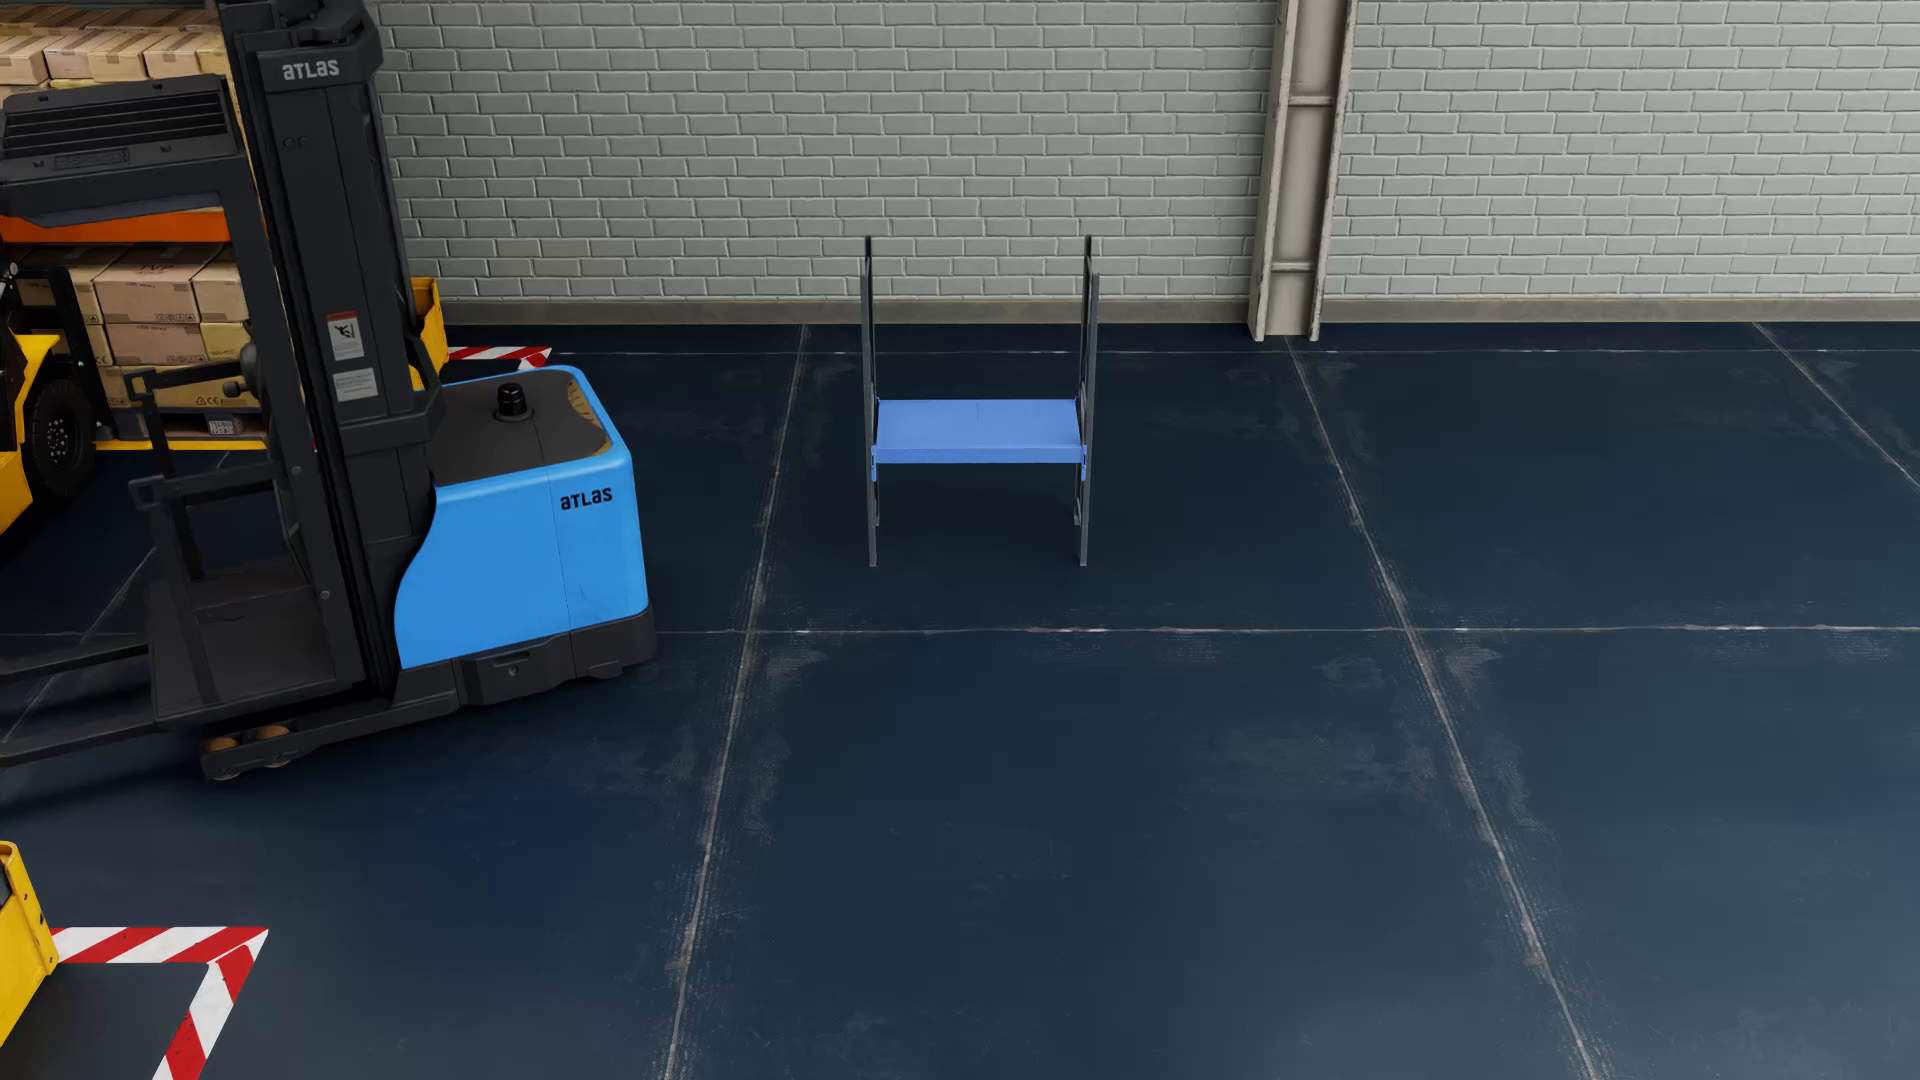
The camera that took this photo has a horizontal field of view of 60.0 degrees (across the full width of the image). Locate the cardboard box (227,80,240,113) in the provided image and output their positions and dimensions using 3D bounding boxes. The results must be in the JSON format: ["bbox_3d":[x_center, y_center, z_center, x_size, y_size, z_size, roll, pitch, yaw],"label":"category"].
[{"bbox_3d":[-3.627,-2.283,8.400,0.250,0.149,0.380,0,31,0],"label":"cardboard box"}]

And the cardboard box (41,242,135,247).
[{"bbox_3d":[-4.764,-1.638,9.341,0.500,0.250,0.500,0,31,-1],"label":"cardboard box"}]

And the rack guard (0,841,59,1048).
[{"bbox_3d":[-3.324,1.534,5.240,0.348,0.500,1.175,0,31,0],"label":"rack guard"}]

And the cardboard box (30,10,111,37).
[{"bbox_3d":[-4.656,-2.668,8.748,0.250,0.149,0.380,1,31,1],"label":"cardboard box"}]

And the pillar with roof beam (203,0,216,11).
[{"bbox_3d":[-3.958,-2.907,4.366,0.400,9.000,9.100,0,31,0],"label":"pillar with roof beam"}]

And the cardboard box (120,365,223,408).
[{"bbox_3d":[-4.247,-0.952,9.173,0.500,0.250,0.500,0,31,0],"label":"cardboard box"}]

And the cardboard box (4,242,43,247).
[{"bbox_3d":[-5.276,-1.640,9.344,0.500,0.250,0.500,-1,31,-1],"label":"cardboard box"}]

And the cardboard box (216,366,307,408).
[{"bbox_3d":[-3.750,-0.948,9.167,0.500,0.250,0.500,0,31,0],"label":"cardboard box"}]

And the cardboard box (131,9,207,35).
[{"bbox_3d":[-4.145,-2.675,8.759,0.250,0.149,0.380,0,31,1],"label":"cardboard box"}]

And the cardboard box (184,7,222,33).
[{"bbox_3d":[-3.886,-2.698,8.797,0.250,0.149,0.380,1,31,1],"label":"cardboard box"}]

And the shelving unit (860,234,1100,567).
[{"bbox_3d":[0.085,-0.641,7.861,1.048,1.500,0.538,0,31,0],"label":"shelving unit"}]

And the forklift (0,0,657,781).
[{"bbox_3d":[-2.897,-0.604,6.419,3.031,2.935,1.130,-13,34,-21],"label":"forklift"}]

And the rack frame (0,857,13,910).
[{"bbox_3d":[-3.248,0.465,4.592,0.127,3.000,1.000,0,31,0],"label":"rack frame"}]

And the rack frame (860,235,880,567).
[{"bbox_3d":[-0.423,-0.640,7.859,0.032,1.500,0.500,0,31,0],"label":"rack frame"}]

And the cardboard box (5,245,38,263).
[{"bbox_3d":[-5.263,-1.369,8.896,0.500,0.250,0.500,-1,31,-1],"label":"cardboard box"}]

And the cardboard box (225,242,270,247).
[{"bbox_3d":[-3.764,-1.638,9.340,0.500,0.250,0.500,-1,31,-1],"label":"cardboard box"}]

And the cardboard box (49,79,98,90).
[{"bbox_3d":[-4.390,-2.303,8.433,0.250,0.149,0.380,0,31,-1],"label":"cardboard box"}]

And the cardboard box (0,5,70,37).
[{"bbox_3d":[-4.919,-2.719,8.831,0.250,0.149,0.380,-1,31,-1],"label":"cardboard box"}]

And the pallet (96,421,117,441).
[{"bbox_3d":[-5.264,-0.891,9.515,1.213,0.211,1.003,0,31,0],"label":"pallet"}]

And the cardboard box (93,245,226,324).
[{"bbox_3d":[-4.251,-1.373,8.904,0.500,0.250,0.500,0,31,1],"label":"cardboard box"}]

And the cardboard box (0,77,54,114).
[{"bbox_3d":[-4.657,-2.278,8.391,0.250,0.149,0.380,-1,31,-2],"label":"cardboard box"}]

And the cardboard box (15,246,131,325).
[{"bbox_3d":[-4.756,-1.367,8.893,0.500,0.250,0.500,0,31,0],"label":"cardboard box"}]

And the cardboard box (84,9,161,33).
[{"bbox_3d":[-4.393,-2.682,8.771,0.250,0.149,0.380,0,31,0],"label":"cardboard box"}]

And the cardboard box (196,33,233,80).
[{"bbox_3d":[-3.639,-2.447,8.382,0.250,0.149,0.380,0,31,0],"label":"cardboard box"}]

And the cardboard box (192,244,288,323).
[{"bbox_3d":[-3.741,-1.378,8.911,0.500,0.250,0.500,1,31,1],"label":"cardboard box"}]

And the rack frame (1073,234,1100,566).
[{"bbox_3d":[0.594,-0.643,7.864,0.032,1.500,0.500,0,31,0],"label":"rack frame"}]

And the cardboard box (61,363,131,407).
[{"bbox_3d":[-4.748,-0.955,9.178,0.500,0.250,0.500,0,31,0],"label":"cardboard box"}]

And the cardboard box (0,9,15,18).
[{"bbox_3d":[-5.166,-2.677,8.761,0.250,0.149,0.380,0,31,0],"label":"cardboard box"}]

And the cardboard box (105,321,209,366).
[{"bbox_3d":[-4.269,-1.168,9.047,0.500,0.250,0.500,0,31,-1],"label":"cardboard box"}]

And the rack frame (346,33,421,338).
[{"bbox_3d":[-3.282,-2.110,8.835,0.127,3.000,1.000,0,31,0],"label":"rack frame"}]

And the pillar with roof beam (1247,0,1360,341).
[{"bbox_3d":[2.042,-2.926,4.397,0.400,9.000,9.100,0,31,0],"label":"pillar with roof beam"}]

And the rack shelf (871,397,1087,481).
[{"bbox_3d":[0.085,-0.488,7.955,1.000,0.185,0.538,0,31,0],"label":"rack shelf"}]

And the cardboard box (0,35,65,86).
[{"bbox_3d":[-4.656,-2.394,8.296,0.250,0.149,0.380,1,31,1],"label":"cardboard box"}]

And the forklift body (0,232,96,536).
[{"bbox_3d":[-5.167,-0.795,7.486,1.214,2.155,2.313,0,31,0],"label":"forklift body"}]

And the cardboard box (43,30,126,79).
[{"bbox_3d":[-4.396,-2.453,8.392,0.250,0.149,0.380,0,31,0],"label":"cardboard box"}]

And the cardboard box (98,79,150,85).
[{"bbox_3d":[-4.142,-2.298,8.424,0.250,0.149,0.380,0,31,1],"label":"cardboard box"}]

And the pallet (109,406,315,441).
[{"bbox_3d":[-4.047,-0.893,9.519,1.213,0.211,1.003,0,31,0],"label":"pallet"}]

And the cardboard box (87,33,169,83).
[{"bbox_3d":[-4.147,-2.415,8.330,0.250,0.149,0.380,0,31,1],"label":"cardboard box"}]

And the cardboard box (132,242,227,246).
[{"bbox_3d":[-4.264,-1.634,9.334,0.500,0.250,0.500,0,31,0],"label":"cardboard box"}]

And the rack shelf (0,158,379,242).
[{"bbox_3d":[-5.282,-1.796,9.012,4.000,0.370,1.077,0,31,0],"label":"rack shelf"}]

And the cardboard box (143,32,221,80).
[{"bbox_3d":[-3.886,-2.430,8.354,0.250,0.149,0.380,0,31,0],"label":"cardboard box"}]

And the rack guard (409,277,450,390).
[{"bbox_3d":[-3.258,-1.041,9.484,0.348,0.500,1.175,0,31,0],"label":"rack guard"}]

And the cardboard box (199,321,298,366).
[{"bbox_3d":[-3.767,-1.164,9.040,0.500,0.250,0.500,-1,31,-1],"label":"cardboard box"}]

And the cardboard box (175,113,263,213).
[{"bbox_3d":[-3.773,-2.015,8.582,0.500,0.500,0.500,-1,31,-1],"label":"cardboard box"}]

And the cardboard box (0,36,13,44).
[{"bbox_3d":[-4.915,-2.391,8.290,0.250,0.149,0.380,0,31,1],"label":"cardboard box"}]

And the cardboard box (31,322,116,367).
[{"bbox_3d":[-4.785,-1.155,9.026,0.500,0.250,0.500,-1,31,-1],"label":"cardboard box"}]
